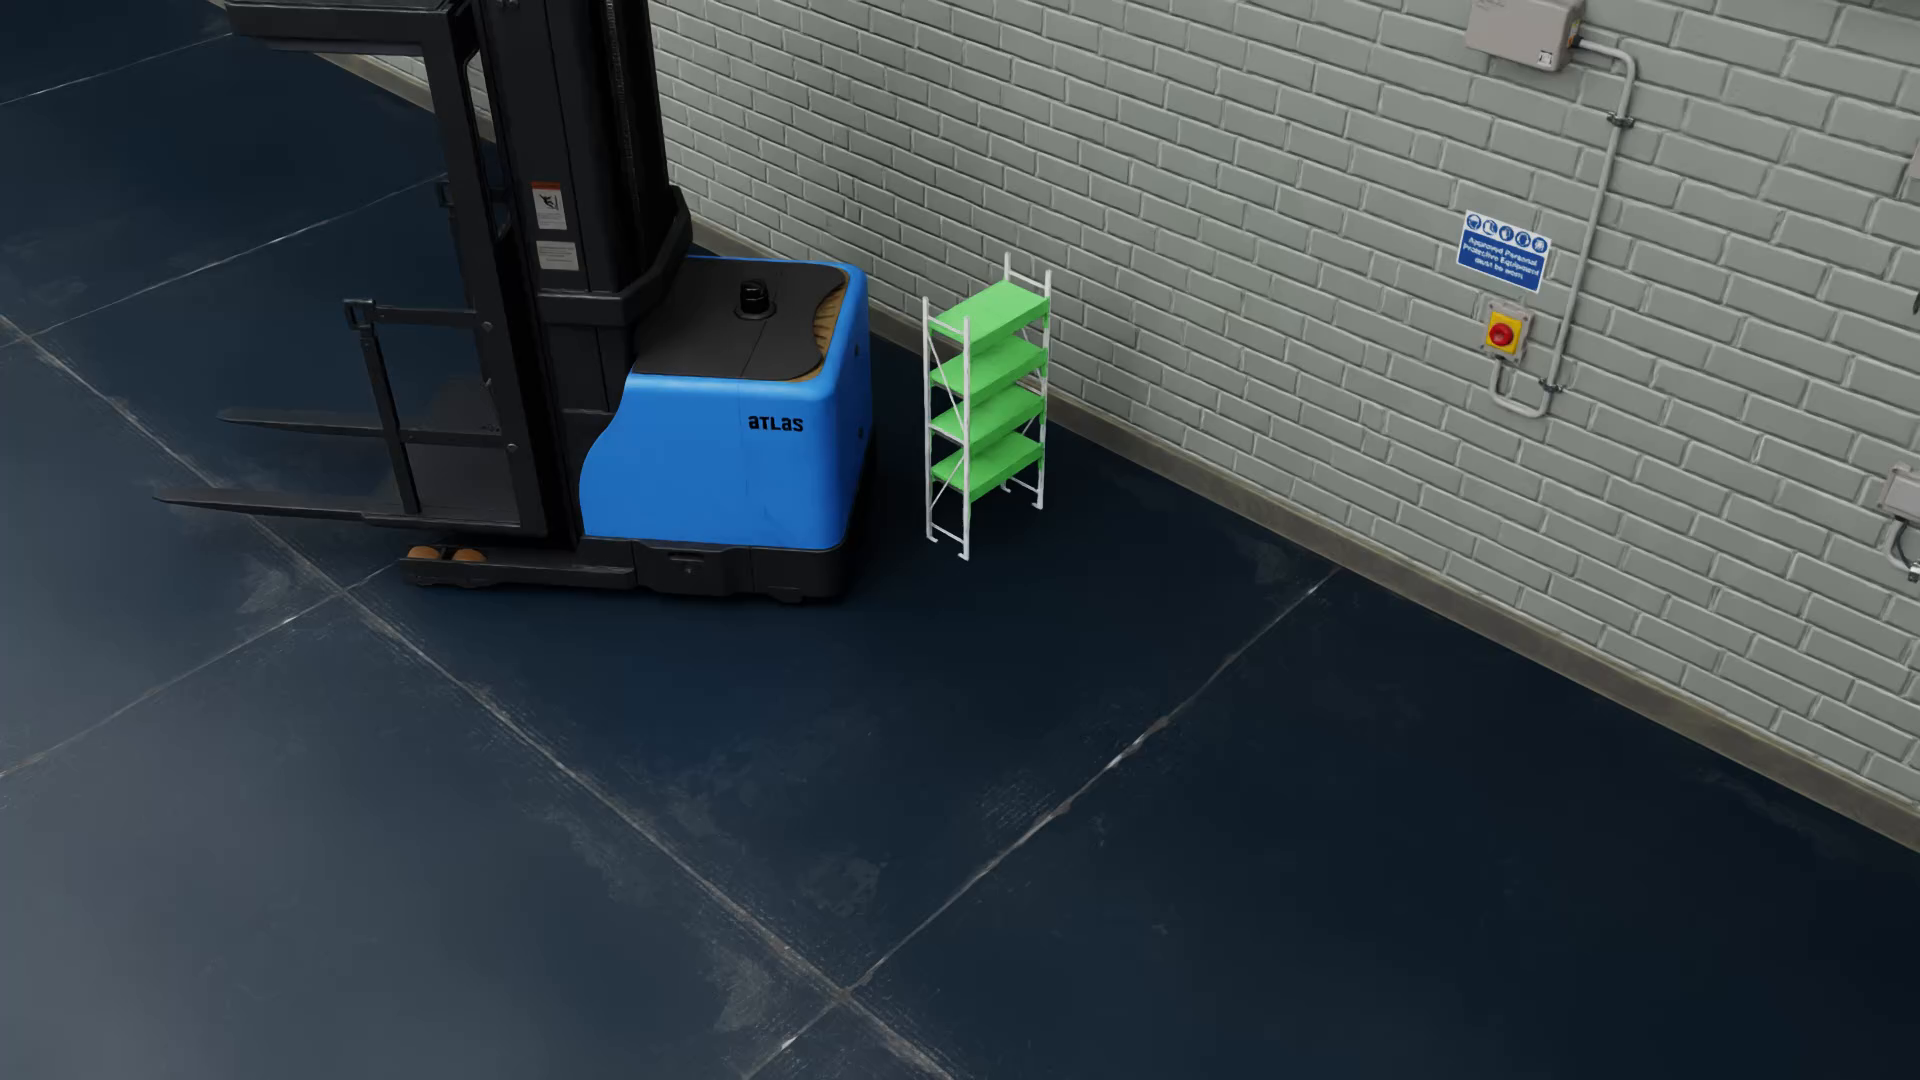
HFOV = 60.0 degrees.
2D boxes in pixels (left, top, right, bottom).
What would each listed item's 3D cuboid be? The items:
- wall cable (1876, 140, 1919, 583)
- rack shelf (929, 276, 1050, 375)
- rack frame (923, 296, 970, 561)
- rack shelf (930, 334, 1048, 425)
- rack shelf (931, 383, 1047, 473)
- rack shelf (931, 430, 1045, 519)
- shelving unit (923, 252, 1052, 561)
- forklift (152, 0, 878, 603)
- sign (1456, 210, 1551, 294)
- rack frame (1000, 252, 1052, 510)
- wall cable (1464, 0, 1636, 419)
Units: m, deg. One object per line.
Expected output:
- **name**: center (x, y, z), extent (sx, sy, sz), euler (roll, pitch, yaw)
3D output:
- **wall cable**: center (2.978, -0.679, 4.878), extent (0.588, 1.984, 0.122), euler (30, 47, 32)
- **rack shelf**: center (0.112, -0.871, 6.713), extent (0.258, 0.148, 0.480), euler (30, 47, 32)
- **rack frame**: center (-0.053, -0.434, 6.831), extent (0.240, 1.200, 0.015), euler (30, 47, 32)
- **rack shelf**: center (0.112, -0.684, 6.863), extent (0.258, 0.148, 0.480), euler (30, 47, 32)
- **rack shelf**: center (0.112, -0.496, 7.012), extent (0.258, 0.148, 0.480), euler (30, 47, 32)
- **rack shelf**: center (0.112, -0.308, 7.161), extent (0.258, 0.148, 0.480), euler (30, 47, 32)
- **shelving unit**: center (0.112, -0.546, 6.972), extent (0.258, 1.200, 0.503), euler (30, 47, 32)
- **forklift**: center (-1.926, -1.268, 6.490), extent (3.031, 2.935, 1.130), euler (4, 39, 5)
- **sign**: center (1.929, -1.026, 5.913), extent (0.327, 0.218, 0.001), euler (30, 47, 32)
- **rack frame**: center (0.276, -0.658, 7.113), extent (0.240, 1.200, 0.015), euler (30, 47, 32)
- **wall cable**: center (1.923, -1.282, 5.610), extent (0.585, 1.953, 0.123), euler (30, 47, 32)
